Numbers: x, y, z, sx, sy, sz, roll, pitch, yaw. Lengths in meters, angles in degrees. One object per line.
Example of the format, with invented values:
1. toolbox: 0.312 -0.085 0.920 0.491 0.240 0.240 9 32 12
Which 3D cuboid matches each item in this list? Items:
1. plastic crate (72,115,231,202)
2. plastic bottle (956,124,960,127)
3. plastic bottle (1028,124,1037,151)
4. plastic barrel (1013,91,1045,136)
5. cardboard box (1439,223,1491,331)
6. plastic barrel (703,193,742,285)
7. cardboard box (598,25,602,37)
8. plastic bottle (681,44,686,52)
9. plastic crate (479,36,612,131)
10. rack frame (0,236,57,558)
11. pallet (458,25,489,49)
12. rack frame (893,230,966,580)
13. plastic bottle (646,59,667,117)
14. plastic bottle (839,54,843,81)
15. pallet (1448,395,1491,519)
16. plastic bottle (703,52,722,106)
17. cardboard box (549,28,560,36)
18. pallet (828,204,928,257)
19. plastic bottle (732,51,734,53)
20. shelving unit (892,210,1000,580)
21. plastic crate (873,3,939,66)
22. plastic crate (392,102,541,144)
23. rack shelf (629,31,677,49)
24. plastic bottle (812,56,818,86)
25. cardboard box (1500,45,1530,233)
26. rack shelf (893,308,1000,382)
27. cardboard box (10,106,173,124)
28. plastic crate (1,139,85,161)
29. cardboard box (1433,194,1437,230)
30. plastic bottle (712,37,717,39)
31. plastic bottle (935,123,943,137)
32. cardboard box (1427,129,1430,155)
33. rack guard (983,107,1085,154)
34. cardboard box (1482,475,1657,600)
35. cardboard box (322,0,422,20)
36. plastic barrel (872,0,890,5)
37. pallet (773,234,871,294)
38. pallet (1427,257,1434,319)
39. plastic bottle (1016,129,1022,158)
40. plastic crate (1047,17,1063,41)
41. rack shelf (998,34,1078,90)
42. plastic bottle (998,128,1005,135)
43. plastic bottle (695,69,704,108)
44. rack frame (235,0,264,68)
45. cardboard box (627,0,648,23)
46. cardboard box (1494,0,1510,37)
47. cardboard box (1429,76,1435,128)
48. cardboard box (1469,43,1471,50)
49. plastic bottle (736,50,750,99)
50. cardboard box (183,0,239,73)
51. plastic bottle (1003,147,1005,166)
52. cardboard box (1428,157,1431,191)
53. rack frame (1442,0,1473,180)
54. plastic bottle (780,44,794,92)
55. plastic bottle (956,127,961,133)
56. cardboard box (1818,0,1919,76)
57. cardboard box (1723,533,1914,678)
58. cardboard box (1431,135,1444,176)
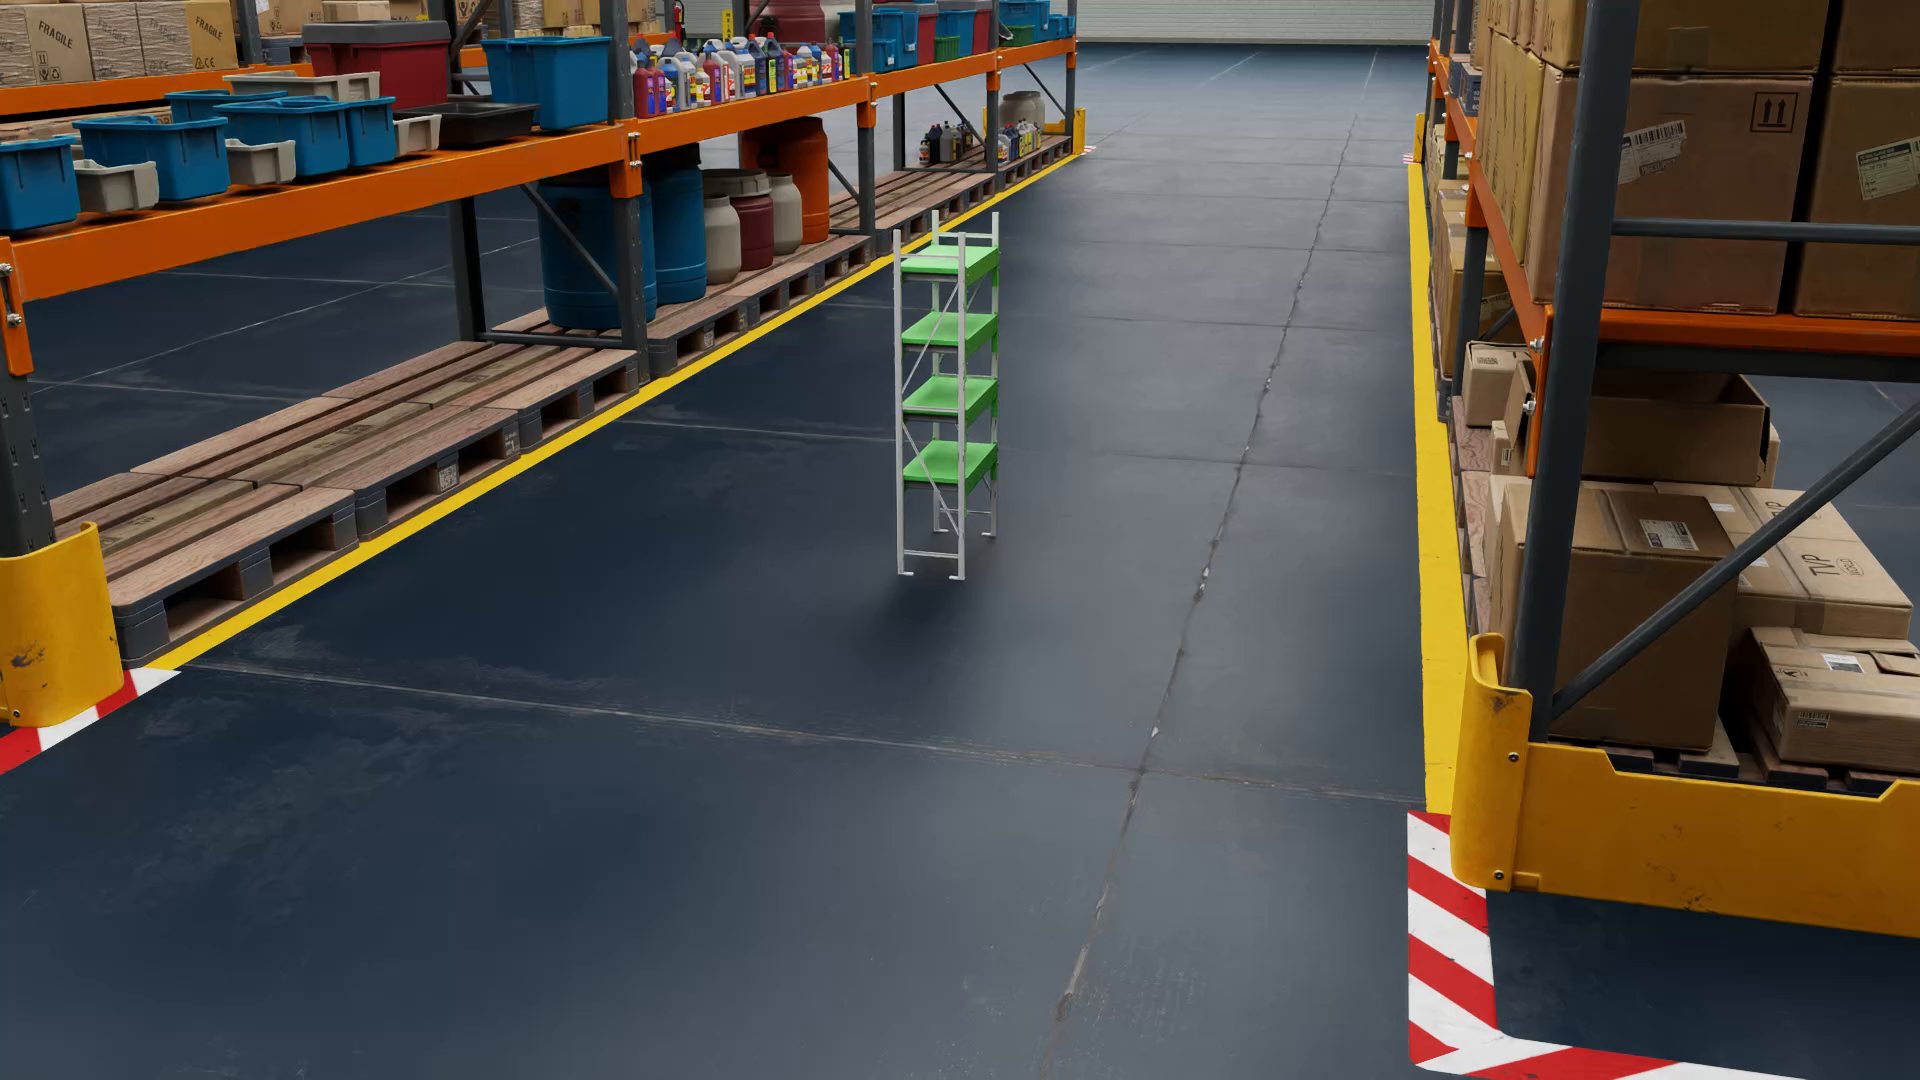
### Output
1. plastic crate: -2.530 -1.204 5.237 0.416 0.233 0.300 5 19 13
2. plastic bottle: -0.015 -4.246 17.519 0.097 0.271 0.097 0 19 0
3. plastic bottle: 0.727 -4.244 17.505 0.152 0.276 0.135 5 19 14
4. plastic barrel: 0.752 -4.821 18.860 0.421 0.512 0.421 0 19 0
5. cardboard box: 2.804 -1.372 8.751 0.500 0.500 0.500 5 19 14
6. plastic barrel: -1.546 -1.833 10.113 0.421 0.512 0.421 0 19 0
7. cardboard box: -4.098 -5.700 18.623 0.380 0.149 0.250 5 19 13
8. plastic bottle: -1.792 -3.040 10.646 0.097 0.271 0.097 0 19 0
9. plastic crate: -1.876 -2.098 7.621 0.392 0.384 0.575 5 19 13
10. rack frame: -3.070 -0.997 4.465 1.000 3.000 0.127 5 19 13
11. pallet: -5.269 -4.830 15.985 1.003 0.211 1.213 5 19 13
12. rack frame: -0.100 -0.439 5.618 0.240 1.200 0.015 5 19 13
13. plastic bottle: -1.557 -2.318 8.515 0.061 0.283 0.133 5 19 13
14. plastic bottle: -0.847 -3.215 11.267 0.097 0.201 0.097 0 19 0
15. pallet: 2.540 -0.323 6.808 1.003 0.211 1.213 5 19 13
16. plastic bottle: -1.373 -2.555 9.207 0.061 0.283 0.133 5 19 13
17. cardboard box: -4.437 -5.311 17.484 0.380 0.149 0.250 5 19 13
18. pallet: -0.889 -2.424 12.959 1.003 0.211 1.213 5 19 13
19. plastic bottle: -1.523 -3.151 11.080 0.097 0.201 0.097 0 19 0
20. shelving unit: -0.040 -0.516 5.842 0.258 1.200 0.503 5 19 13
21. plastic crate: -0.424 -4.017 13.208 0.402 0.464 0.583 5 19 13
22. plastic crate: -2.106 -1.777 7.081 0.437 0.125 0.590 5 19 13
23. rack shelf: -4.453 -5.436 18.574 1.077 0.370 4.000 5 19 13
24. plastic bottle: -0.975 -3.051 10.787 0.097 0.201 0.097 0 19 0
25. cardboard box: 1.828 -1.132 4.708 0.500 0.500 0.500 5 19 14
26. rack shelf: -0.040 -0.683 5.785 0.258 0.148 0.480 5 19 13
27. cardboard box: -6.333 -2.595 11.782 1.225 0.875 0.875 5 19 14
28. plastic crate: -2.962 -1.260 5.551 0.396 0.136 0.243 5 19 13
29. cardboard box: 3.701 -2.355 12.047 0.500 0.250 0.500 4 19 13
30. plastic bottle: -1.660 -3.240 11.212 0.061 0.283 0.133 5 19 13
31. plastic bottle: -0.214 -3.997 16.668 0.144 0.351 0.185 4 19 11
32. cardboard box: 5.053 -4.053 17.016 0.500 0.250 0.500 5 19 13
33. rack guard: 0.866 -4.801 19.471 1.175 0.500 0.348 5 19 13
34. cardboard box: 1.887 0.003 5.111 0.500 0.250 0.500 5 19 13
35. cardboard box: -5.275 -4.846 14.925 0.797 0.503 0.637 7 20 19
36. plastic barrel: -0.764 -4.310 13.955 0.433 0.535 0.433 0 19 0
37. pallet: -1.268 -1.934 11.524 1.003 0.211 1.213 5 19 13
38. pallet: 3.467 -1.561 10.432 1.003 0.211 1.213 5 19 13
39. plastic bottle: 0.588 -4.009 16.805 0.061 0.283 0.133 6 20 16
40. plastic crate: 0.842 -5.558 18.048 0.499 0.251 0.408 5 19 13
41. rack shelf: 0.350 -5.044 17.428 1.077 0.370 4.000 5 19 13
42. plastic bottle: 0.461 -4.094 17.065 0.152 0.276 0.135 5 19 13
43. plastic bottle: -1.443 -2.451 9.030 0.097 0.201 0.097 0 19 0
44. rack frame: -5.919 -3.895 12.952 1.000 3.000 0.127 5 19 13
45. cardboard box: -4.131 -6.255 19.244 0.875 0.500 0.500 5 19 13
46. cardboard box: 2.070 -1.930 5.497 0.500 0.500 0.500 4 19 12
47. cardboard box: 5.174 -4.564 17.354 0.500 0.500 0.500 5 19 13
48. cardboard box: 4.249 -3.985 13.603 0.380 0.149 0.250 5 19 13
49. plastic bottle: -1.273 -2.702 9.656 0.097 0.271 0.097 0 19 0
50. cardboard box: -5.799 -3.768 12.425 0.500 0.500 0.500 5 20 15
51. plastic bottle: 0.389 -3.739 16.142 0.097 0.201 0.097 0 19 0
52. cardboard box: 4.325 -3.156 14.392 0.500 0.250 0.500 4 19 12
53. rack frame: 3.686 -3.112 10.658 1.000 3.000 0.127 5 19 13
54. plastic bottle: -1.080 -2.930 10.307 0.061 0.283 0.133 5 19 13
55. plastic bottle: -0.029 -4.067 16.975 0.061 0.283 0.133 5 19 13
56. cardboard box: 2.096 -1.243 3.485 0.500 0.500 0.500 5 20 15
57. cardboard box: 2.262 0.184 4.582 0.500 0.250 0.500 5 19 13
58. cardboard box: 4.069 -3.100 13.359 0.500 0.311 0.500 4 19 12
